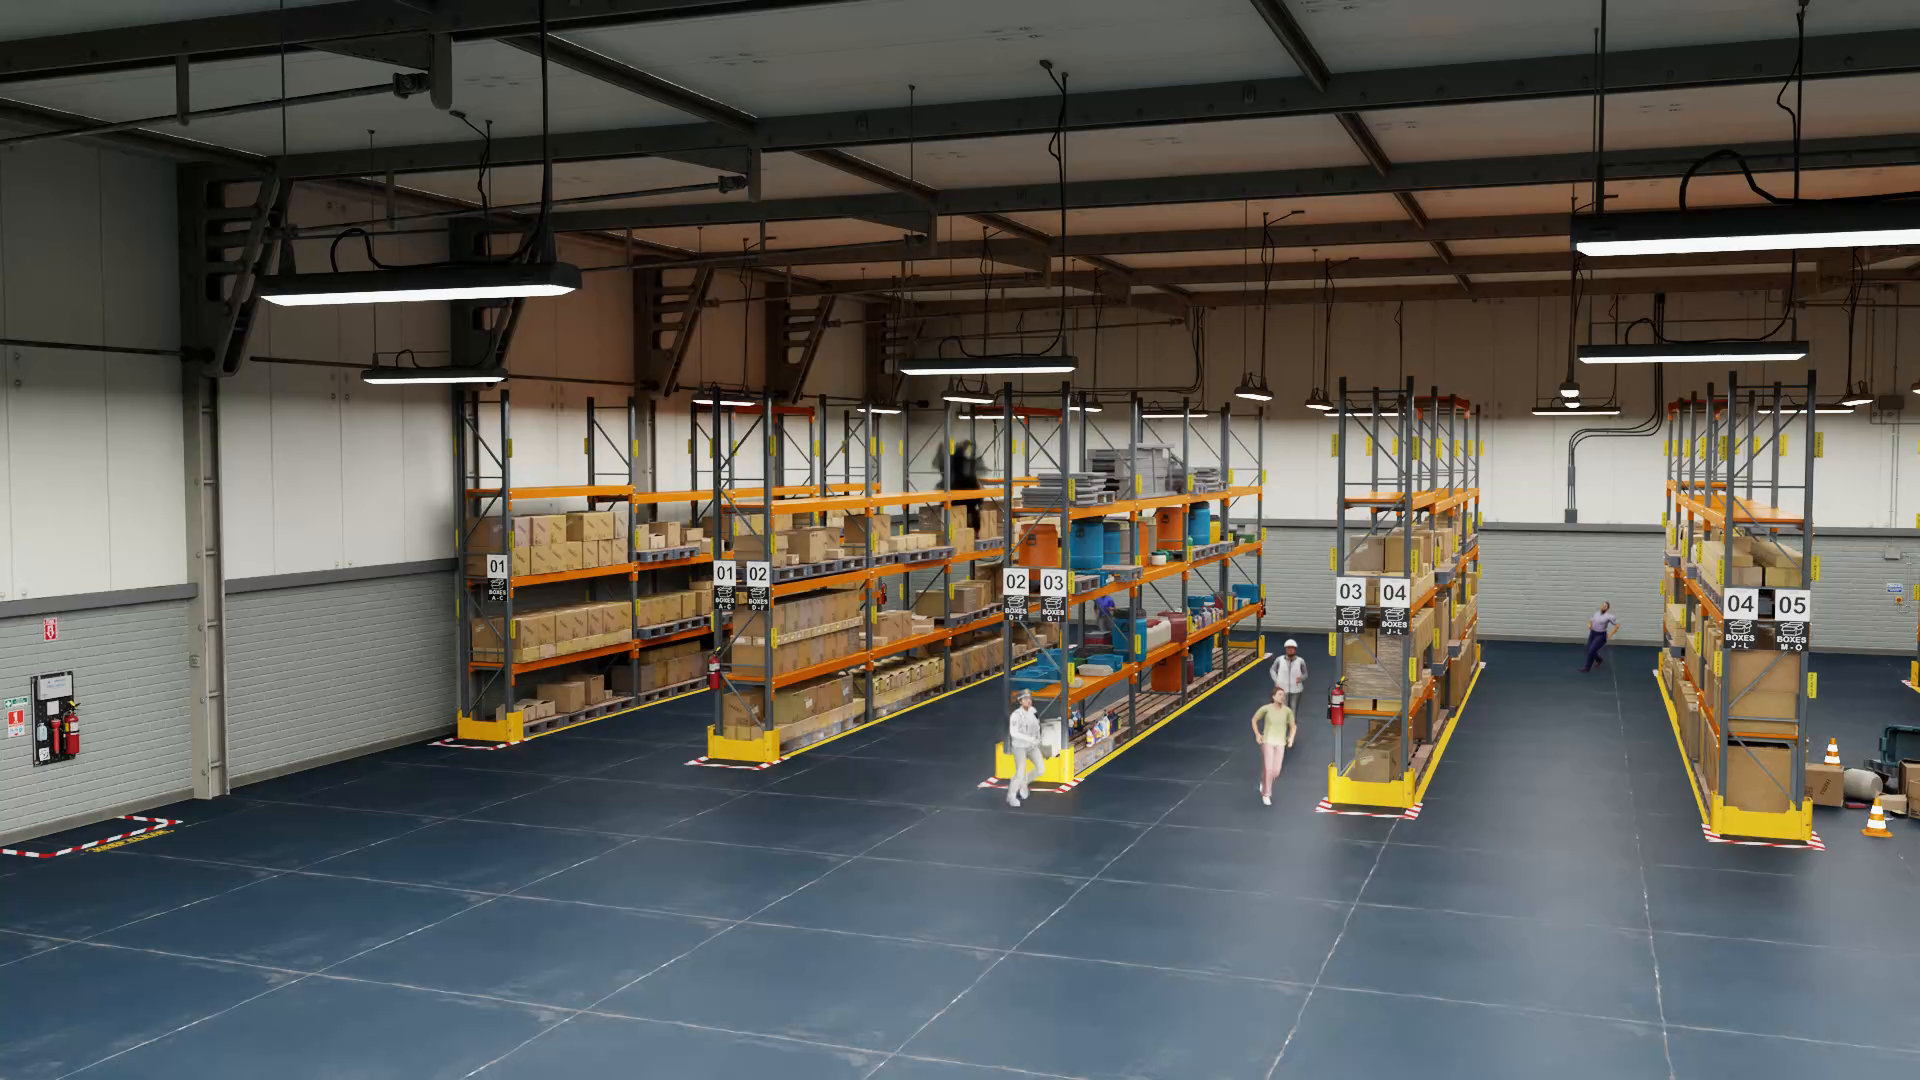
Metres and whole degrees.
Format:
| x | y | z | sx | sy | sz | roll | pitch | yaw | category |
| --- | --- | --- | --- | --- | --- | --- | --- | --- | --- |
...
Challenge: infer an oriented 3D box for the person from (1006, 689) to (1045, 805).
| x | y | z | sx | sy | sz | roll | pitch | yaw | category |
| --- | --- | --- | --- | --- | --- | --- | --- | --- | --- |
| 0.948 | 2.895 | 23.235 | 0.645 | 1.650 | 0.710 | -2 | 4 | -35 | person |

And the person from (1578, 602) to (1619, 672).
| x | y | z | sx | sy | sz | roll | pitch | yaw | category |
| --- | --- | --- | --- | --- | --- | --- | --- | --- | --- |
| 14.211 | 2.164 | 37.047 | 0.822 | 1.578 | 0.669 | -1 | 3 | -25 | person |

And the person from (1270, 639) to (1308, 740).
| x | y | z | sx | sy | sz | roll | pitch | yaw | category |
| --- | --- | --- | --- | --- | --- | --- | --- | --- | --- |
| 5.588 | 2.570 | 28.238 | 0.634 | 1.762 | 0.688 | 1 | 3 | 9 | person |

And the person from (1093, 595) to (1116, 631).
| x | y | z | sx | sy | sz | roll | pitch | yaw | category |
| --- | --- | --- | --- | --- | --- | --- | --- | --- | --- |
| 3.493 | 1.972 | 40.213 | 0.578 | 1.707 | 0.742 | 1 | 3 | 12 | person |

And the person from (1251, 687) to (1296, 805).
| x | y | z | sx | sy | sz | roll | pitch | yaw | category |
| --- | --- | --- | --- | --- | --- | --- | --- | --- | --- |
| 4.461 | 2.897 | 23.632 | 0.631 | 1.636 | 0.597 | 0 | 3 | -2 | person |
